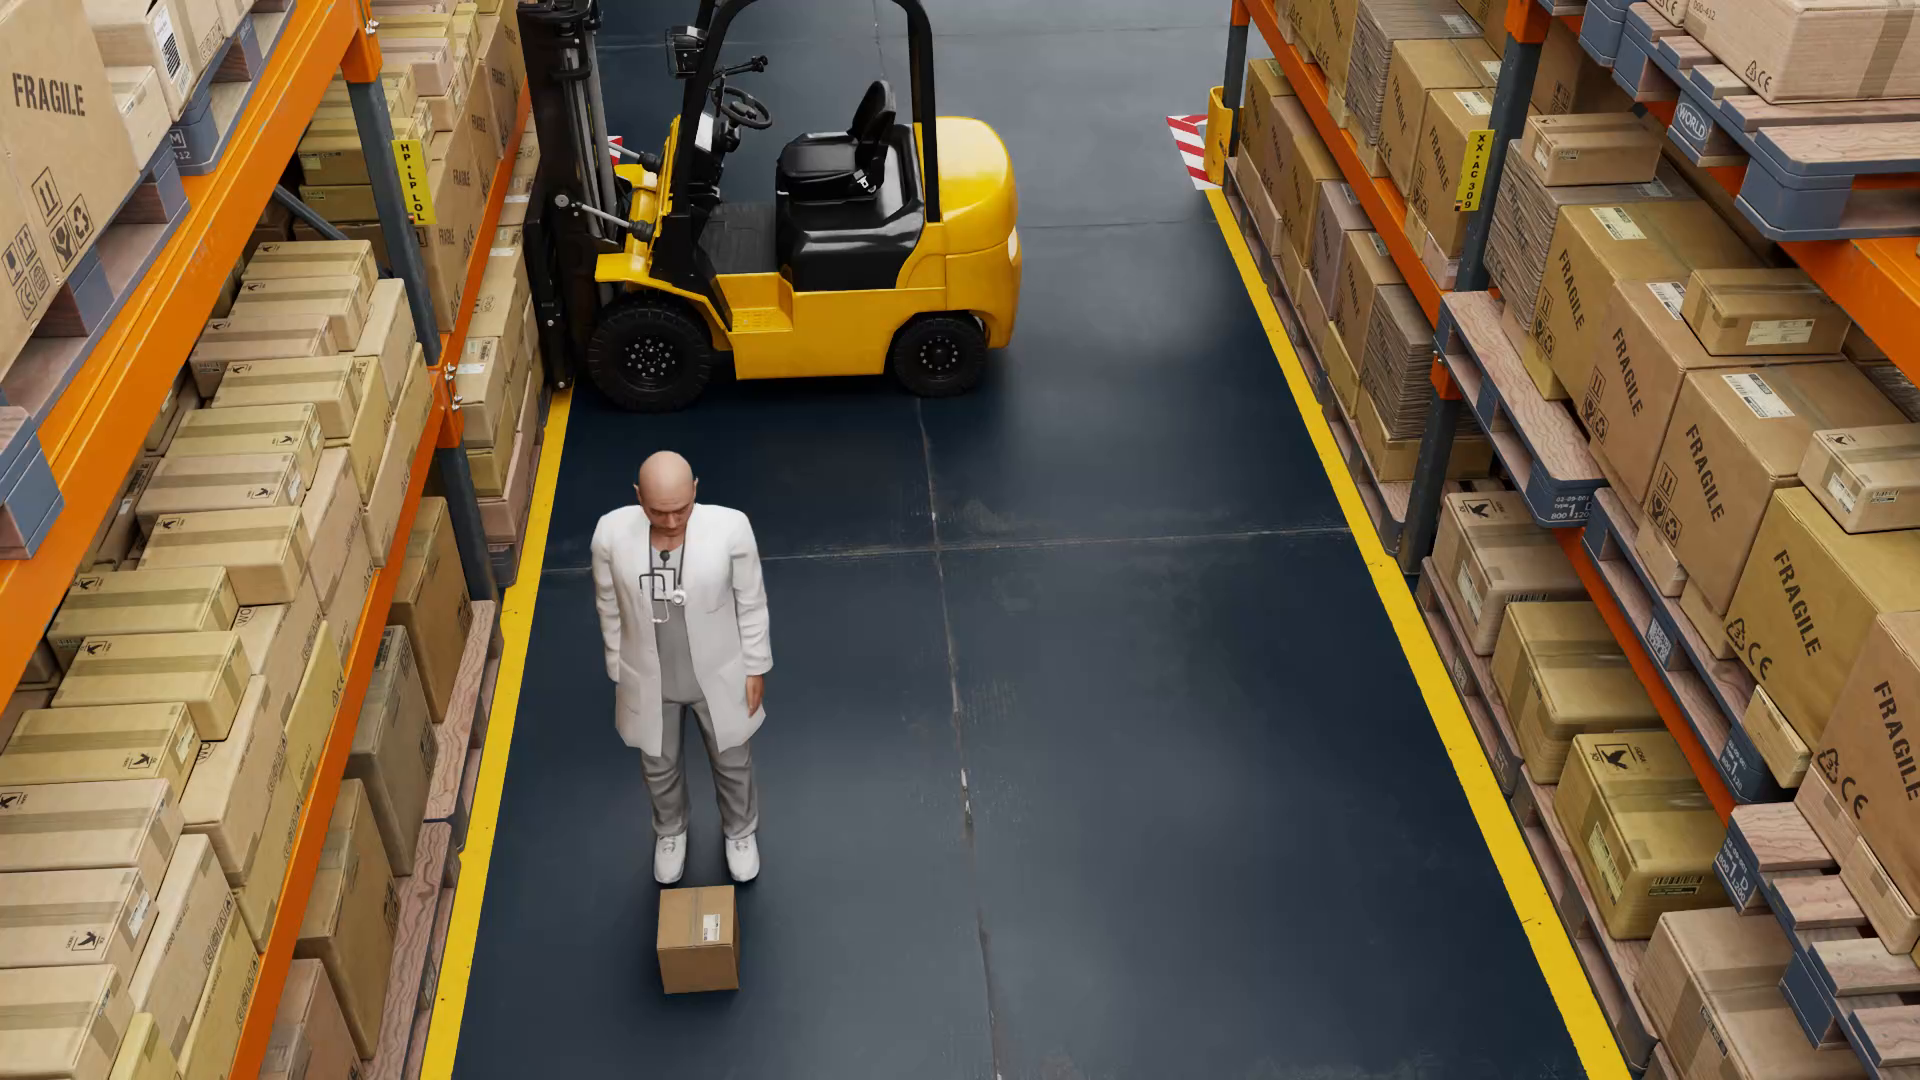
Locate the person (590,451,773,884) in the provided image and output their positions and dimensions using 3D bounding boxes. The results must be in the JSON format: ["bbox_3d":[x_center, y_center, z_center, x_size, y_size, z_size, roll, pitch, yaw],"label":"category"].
[{"bbox_3d":[-0.909,0.451,5.607,0.562,1.774,0.383,-2,39,-3],"label":"person"}]
